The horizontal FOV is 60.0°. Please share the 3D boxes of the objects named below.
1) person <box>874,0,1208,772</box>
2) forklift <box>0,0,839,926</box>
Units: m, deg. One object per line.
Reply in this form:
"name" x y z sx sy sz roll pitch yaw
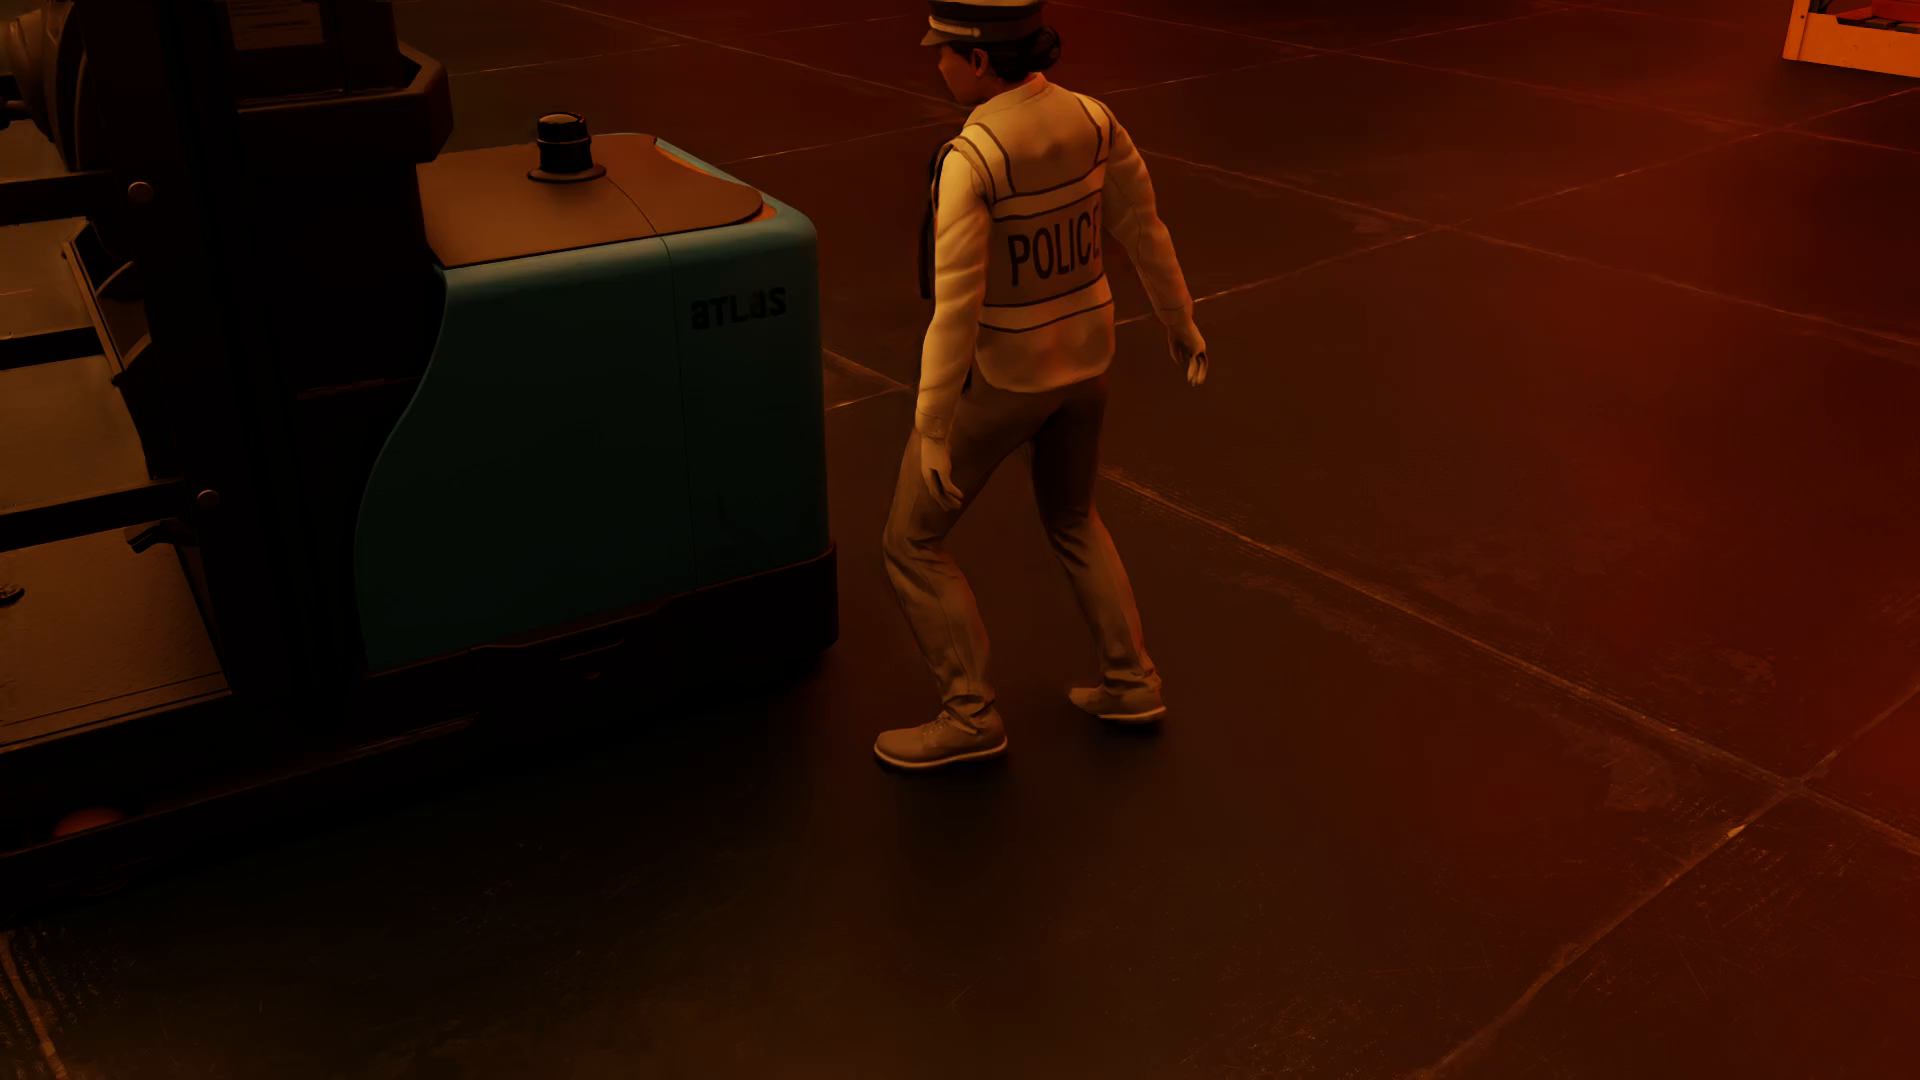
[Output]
"person" 0.190 -0.303 3.380 0.814 1.636 0.454 -20 32 -34
"forklift" -1.812 -0.865 2.946 3.031 2.935 1.130 -15 30 -27
